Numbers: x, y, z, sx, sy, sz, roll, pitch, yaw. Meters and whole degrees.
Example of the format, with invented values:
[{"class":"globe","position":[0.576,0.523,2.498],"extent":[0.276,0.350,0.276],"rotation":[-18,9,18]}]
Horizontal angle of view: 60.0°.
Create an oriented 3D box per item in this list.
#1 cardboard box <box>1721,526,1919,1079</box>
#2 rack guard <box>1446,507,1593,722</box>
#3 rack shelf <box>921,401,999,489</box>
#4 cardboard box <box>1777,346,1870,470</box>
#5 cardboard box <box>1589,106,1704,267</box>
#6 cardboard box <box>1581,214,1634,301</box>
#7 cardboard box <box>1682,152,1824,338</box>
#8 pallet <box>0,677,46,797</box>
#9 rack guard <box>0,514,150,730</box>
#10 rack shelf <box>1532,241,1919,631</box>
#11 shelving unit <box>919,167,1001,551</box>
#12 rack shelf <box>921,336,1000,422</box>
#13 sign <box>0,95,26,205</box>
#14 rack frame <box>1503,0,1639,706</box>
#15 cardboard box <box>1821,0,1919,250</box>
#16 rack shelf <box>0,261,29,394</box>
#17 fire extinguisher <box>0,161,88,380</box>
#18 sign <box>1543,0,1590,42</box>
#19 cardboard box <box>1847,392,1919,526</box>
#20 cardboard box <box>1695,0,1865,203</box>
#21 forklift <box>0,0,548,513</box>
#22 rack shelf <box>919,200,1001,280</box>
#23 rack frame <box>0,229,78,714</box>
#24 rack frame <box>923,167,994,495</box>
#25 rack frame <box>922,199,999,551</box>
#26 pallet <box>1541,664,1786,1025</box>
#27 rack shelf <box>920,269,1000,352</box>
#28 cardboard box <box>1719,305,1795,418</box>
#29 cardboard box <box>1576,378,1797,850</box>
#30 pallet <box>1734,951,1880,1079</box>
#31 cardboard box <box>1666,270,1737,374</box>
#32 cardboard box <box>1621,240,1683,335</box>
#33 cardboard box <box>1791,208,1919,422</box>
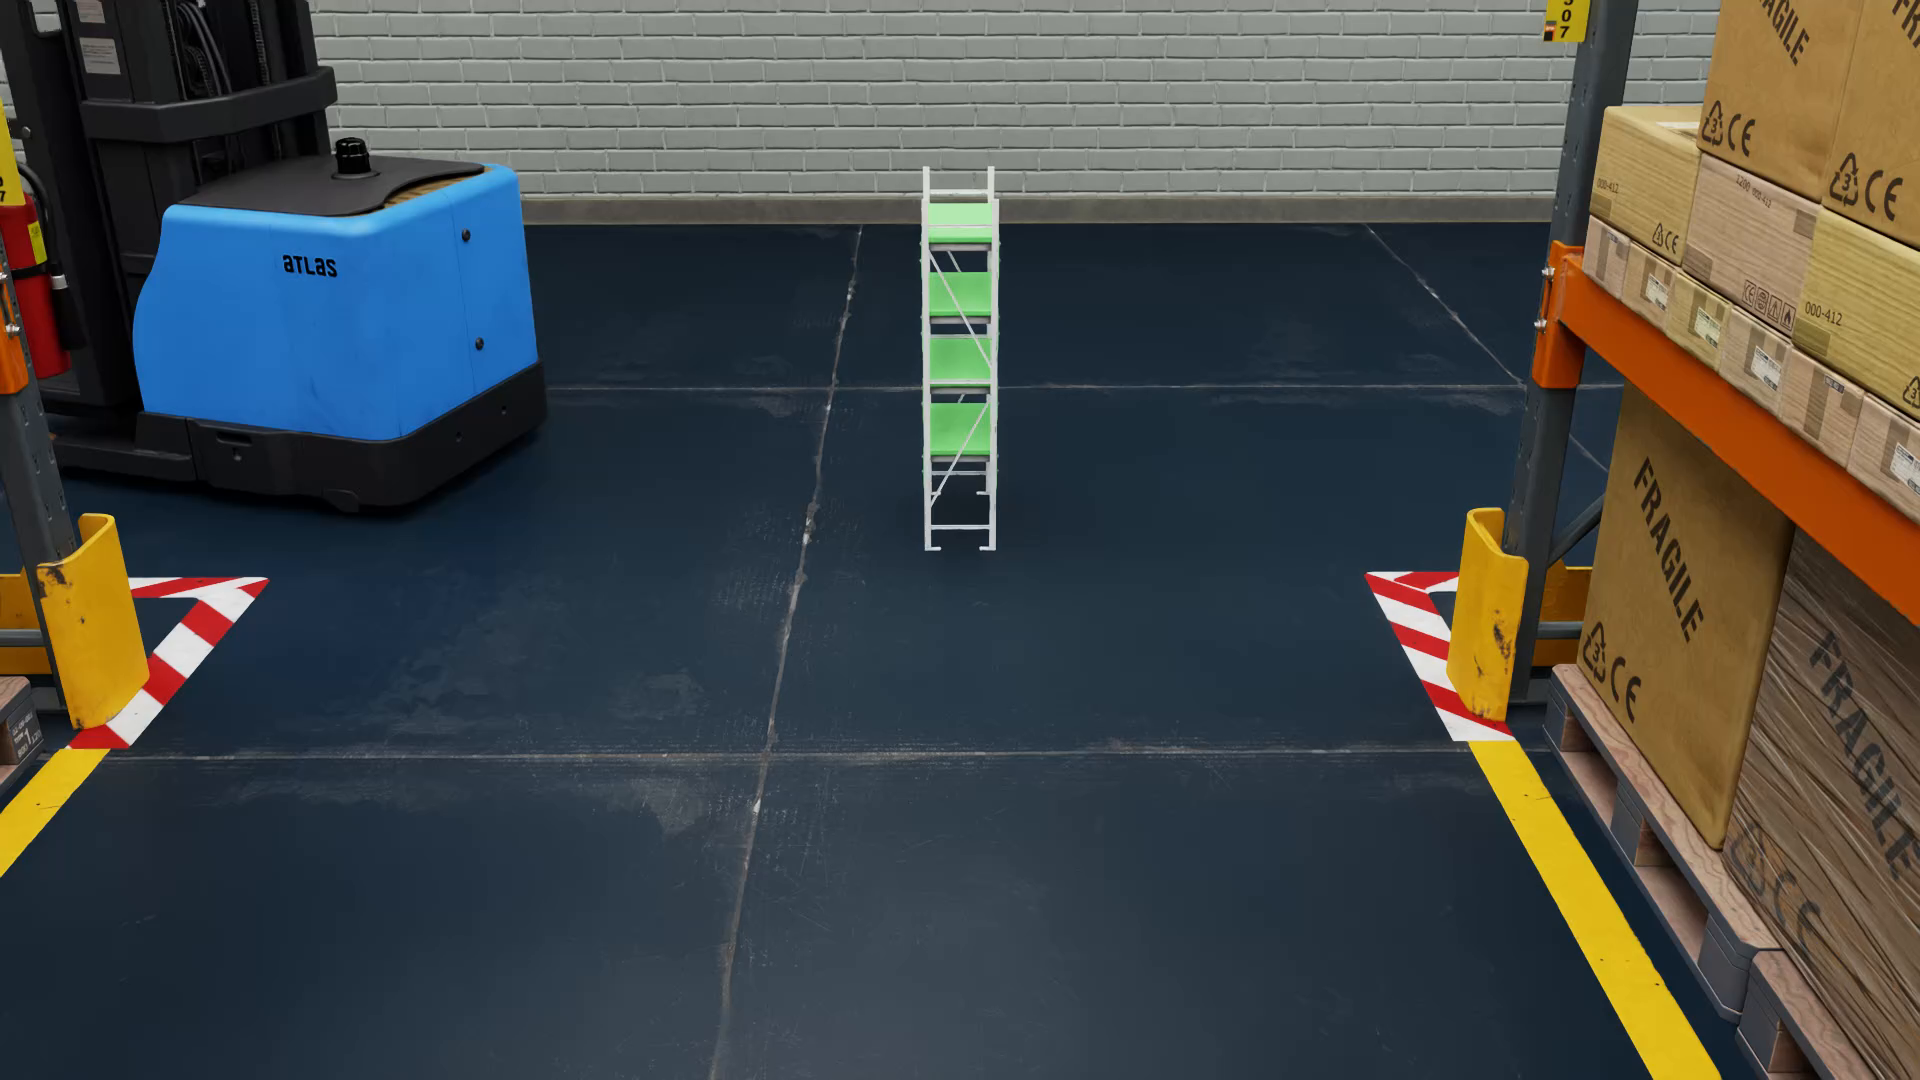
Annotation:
[{"class":"cardboard box","position":[2.113,0.491,3.094],"extent":[0.875,0.875,0.875],"rotation":[0,24,-1]},{"class":"rack guard","position":[2.015,0.205,4.691],"extent":[1.175,0.500,0.348],"rotation":[0,24,-1]},{"class":"rack shelf","position":[-0.002,-0.338,5.779],"extent":[0.258,0.148,0.480],"rotation":[0,24,-1]},{"class":"cardboard box","position":[1.703,-0.239,2.943],"extent":[0.380,0.149,0.250],"rotation":[-1,24,-2]},{"class":"cardboard box","position":[1.751,-0.793,3.684],"extent":[0.500,0.250,0.500],"rotation":[-1,24,-2]},{"class":"cardboard box","position":[1.690,-0.662,3.879],"extent":[0.380,0.149,0.250],"rotation":[0,24,0]},{"class":"cardboard box","position":[1.763,-0.578,3.210],"extent":[0.500,0.250,0.500],"rotation":[-1,24,-1]},{"class":"pallet","position":[-2.967,0.708,3.928],"extent":[1.003,0.211,1.213],"rotation":[0,24,-1]},{"class":"rack guard","position":[-2.950,0.227,4.642],"extent":[1.175,0.500,0.348],"rotation":[0,24,-1]},{"class":"rack shelf","position":[2.038,0.227,2.480],"extent":[1.077,0.370,4.000],"rotation":[0,24,-1]},{"class":"shelving unit","position":[-0.002,-0.615,5.654],"extent":[0.258,1.200,0.503],"rotation":[0,24,-1]},{"class":"rack shelf","position":[-0.002,-0.557,5.680],"extent":[0.258,0.148,0.480],"rotation":[0,24,-1]},{"class":"sign","position":[-2.387,-0.986,4.091],"extent":[0.100,0.325,0.005],"rotation":[0,24,-1]},{"class":"rack frame","position":[2.016,-0.924,4.154],"extent":[1.000,3.000,0.127],"rotation":[0,24,-1]},{"class":"cardboard box","position":[1.768,-0.715,2.602],"extent":[0.500,0.500,0.500],"rotation":[-1,24,-2]},{"class":"rack shelf","position":[-2.915,0.250,2.431],"extent":[1.077,0.370,4.000],"rotation":[0,24,-1]},{"class":"fire extinguisher","position":[-2.484,-0.761,4.340],"extent":[0.296,0.674,0.183],"rotation":[0,24,-1]},{"class":"sign","position":[1.461,-1.355,3.959],"extent":[0.100,0.325,0.005],"rotation":[0,24,-1]},{"class":"cardboard box","position":[1.706,-0.132,2.708],"extent":[0.380,0.149,0.250],"rotation":[-1,24,-1]},{"class":"cardboard box","position":[1.756,-0.928,3.074],"extent":[0.500,0.500,0.500],"rotation":[-1,24,-2]},{"class":"forklift","position":[-3.225,-1.775,6.118],"extent":[3.031,2.935,1.130],"rotation":[8,25,16]},{"class":"rack shelf","position":[-0.002,-0.994,5.482],"extent":[0.258,0.148,0.480],"rotation":[0,24,-1]},{"class":"rack frame","position":[-2.937,-0.902,4.105],"extent":[1.000,3.000,0.127],"rotation":[0,24,-1]},{"class":"rack frame","position":[-0.004,-0.715,5.876],"extent":[0.240,1.200,0.015],"rotation":[0,24,-1]},{"class":"rack frame","position":[0.001,-0.514,5.431],"extent":[0.240,1.200,0.015],"rotation":[0,24,-1]},{"class":"pallet","position":[2.103,0.675,4.001],"extent":[1.003,0.211,1.213],"rotation":[0,24,-1]},{"class":"rack shelf","position":[-0.002,-0.775,5.581],"extent":[0.258,0.148,0.480],"rotation":[0,24,-1]},{"class":"cardboard box","position":[1.701,-0.344,3.174],"extent":[0.380,0.149,0.250],"rotation":[-1,24,-1]},{"class":"cardboard box","position":[2.103,0.116,3.923],"extent":[0.875,0.875,0.875],"rotation":[0,24,-1]},{"class":"pallet","position":[2.113,1.177,2.892],"extent":[1.003,0.211,1.213],"rotation":[0,24,-1]},{"class":"cardboard box","position":[1.697,-0.451,3.412],"extent":[0.380,0.149,0.250],"rotation":[-1,24,-2]},{"class":"cardboard box","position":[1.694,-0.557,3.645],"extent":[0.380,0.149,0.250],"rotation":[-1,24,-1]},{"class":"cardboard box","position":[1.765,-0.371,2.752],"extent":[0.500,0.250,0.500],"rotation":[-1,24,-2]}]
